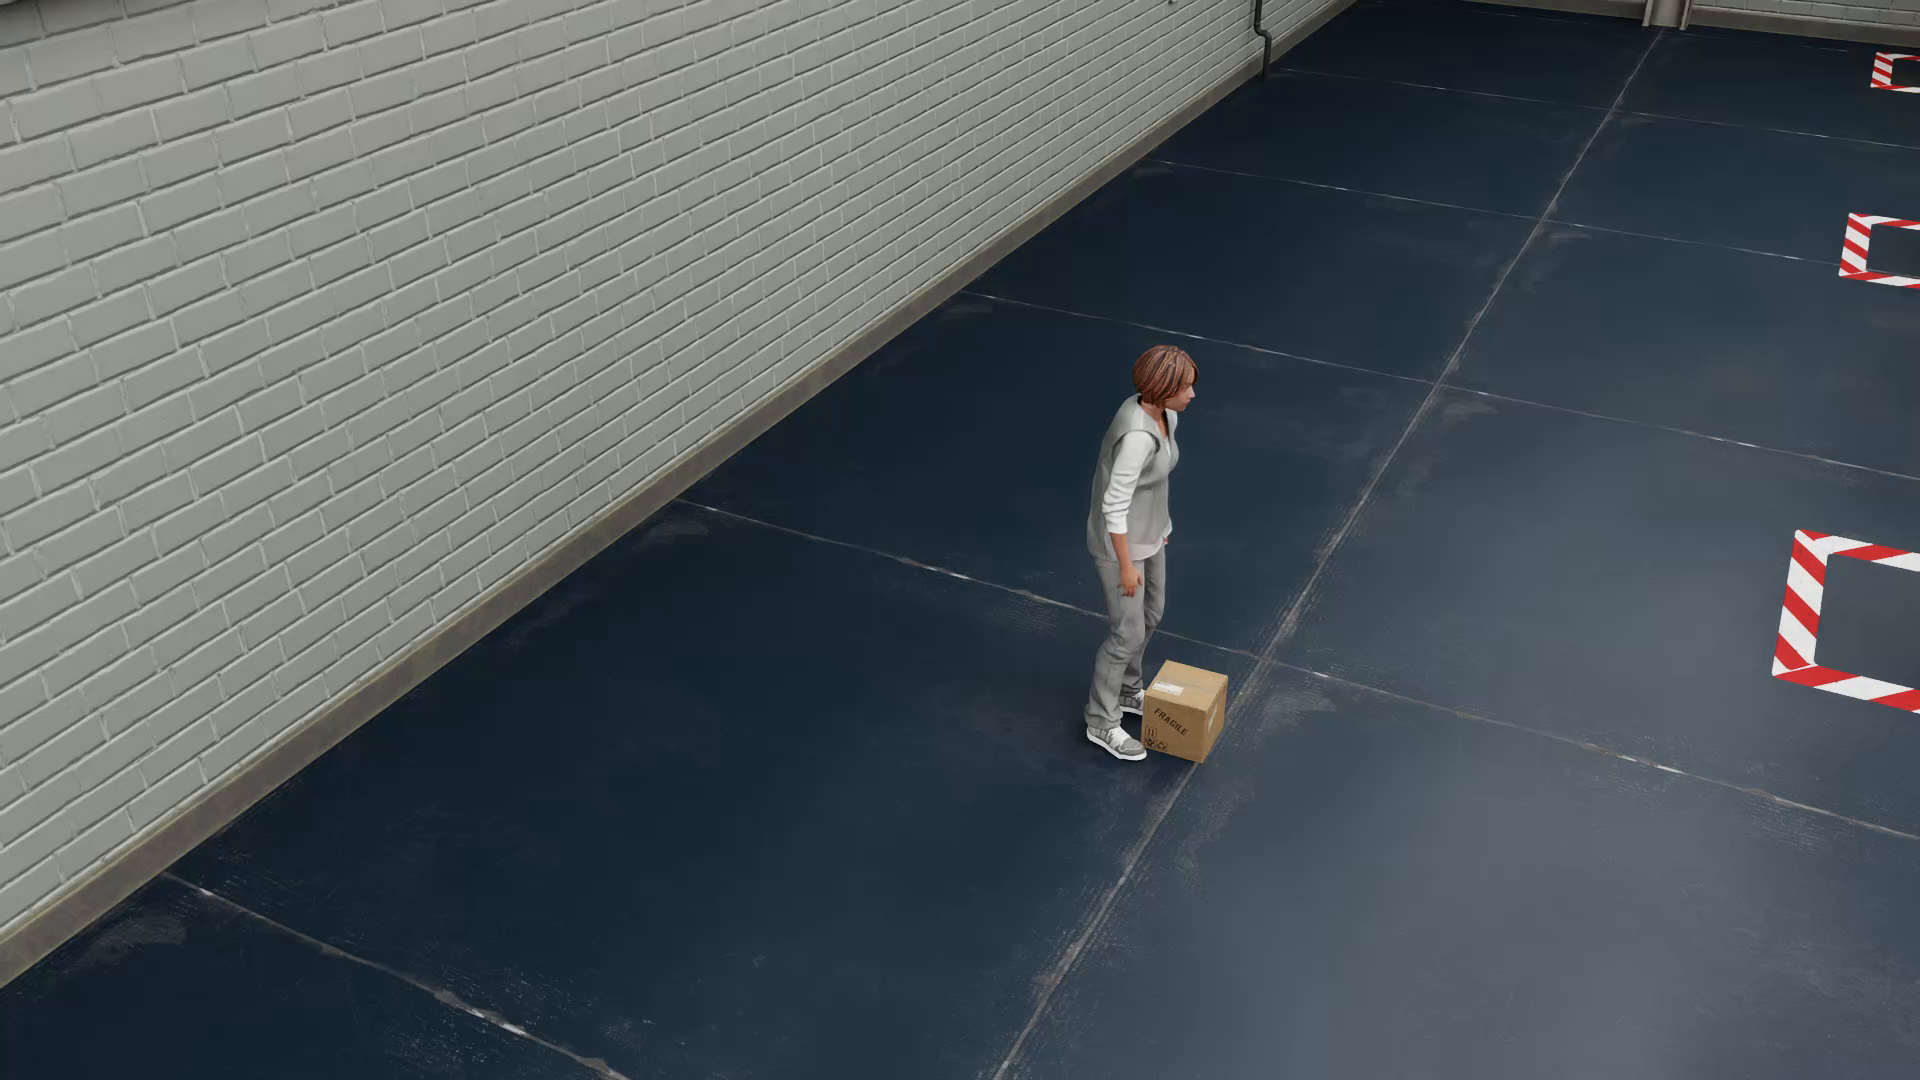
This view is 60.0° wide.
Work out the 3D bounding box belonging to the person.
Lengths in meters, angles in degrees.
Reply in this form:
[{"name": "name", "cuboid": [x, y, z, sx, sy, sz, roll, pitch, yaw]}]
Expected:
[{"name": "person", "cuboid": [0.641, 0.027, 6.096, 0.352, 1.592, 0.469, 13, 33, 20]}]
